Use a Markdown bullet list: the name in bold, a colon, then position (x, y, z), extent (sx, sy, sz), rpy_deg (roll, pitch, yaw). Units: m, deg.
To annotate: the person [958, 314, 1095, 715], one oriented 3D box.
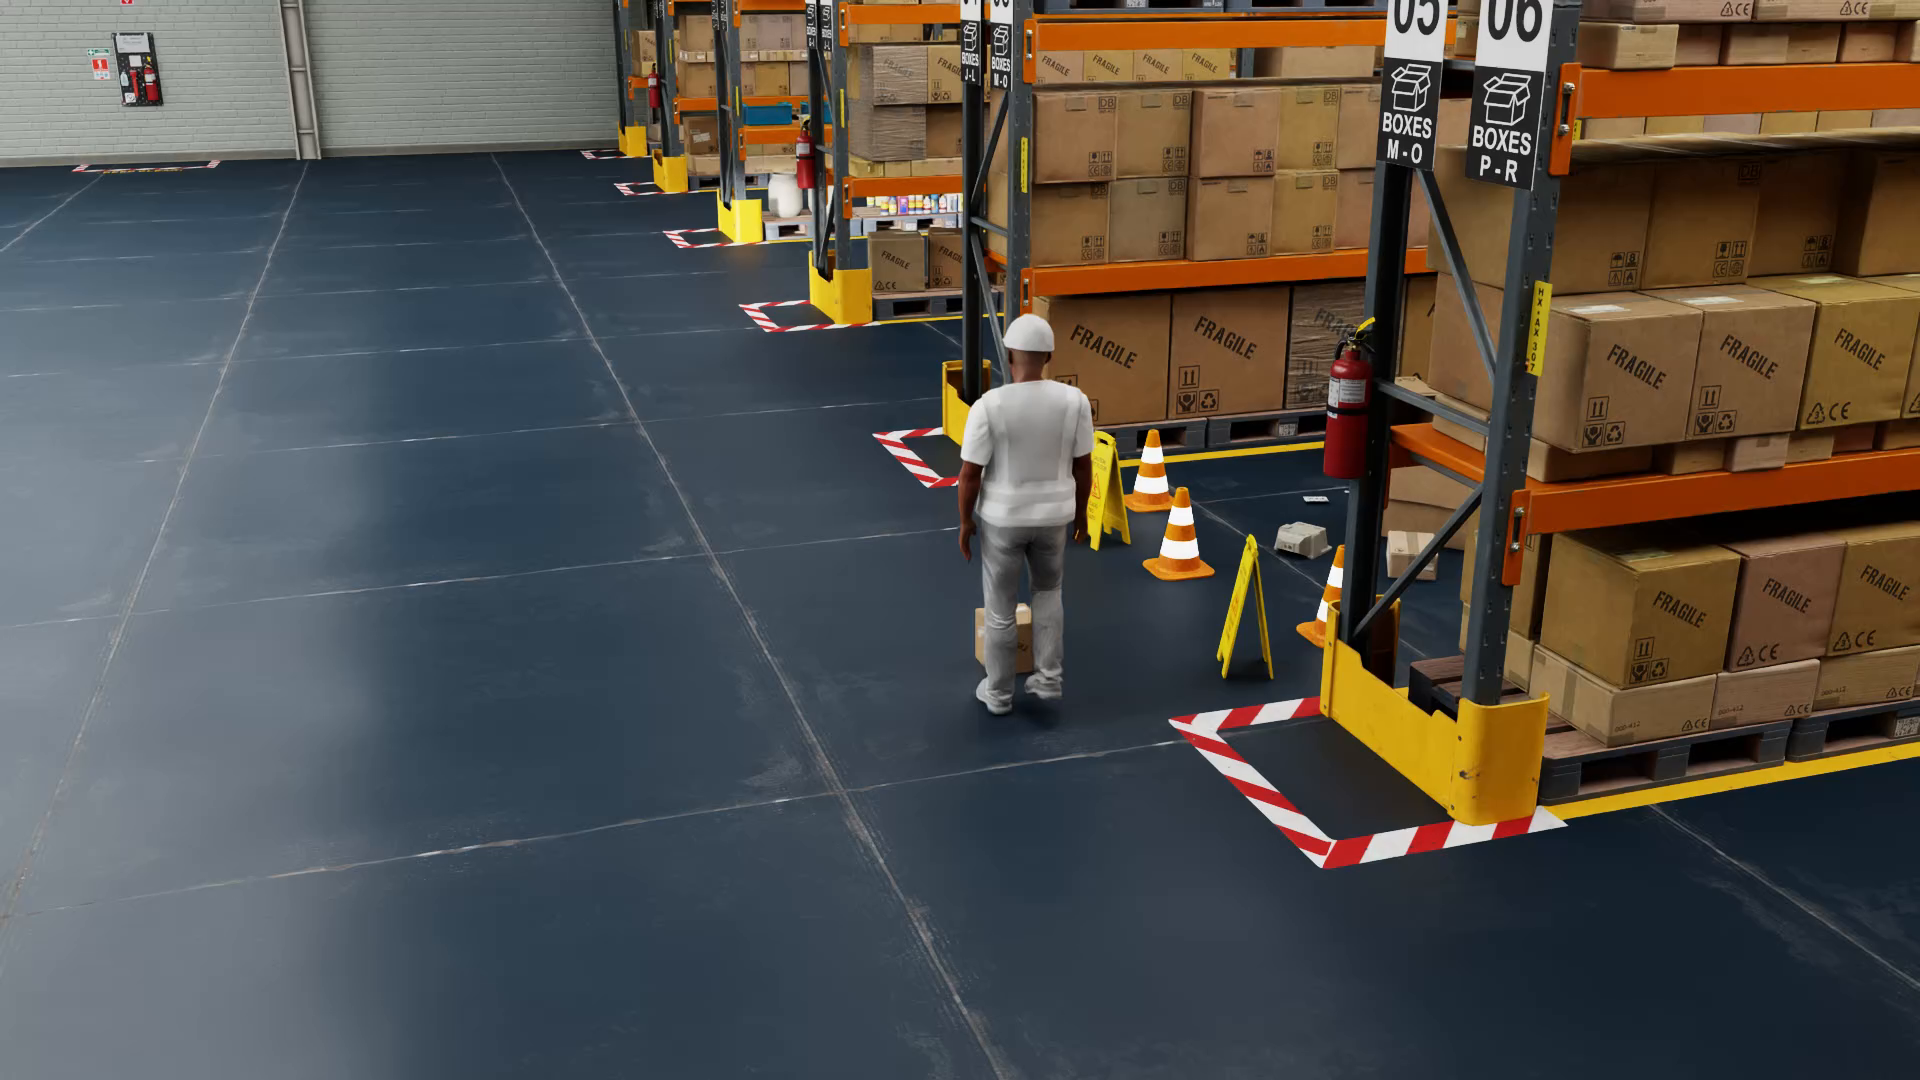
- **person**: position (0.275, -0.095, 7.131), extent (0.593, 1.770, 0.451), rpy_deg (-4, 19, -11)
